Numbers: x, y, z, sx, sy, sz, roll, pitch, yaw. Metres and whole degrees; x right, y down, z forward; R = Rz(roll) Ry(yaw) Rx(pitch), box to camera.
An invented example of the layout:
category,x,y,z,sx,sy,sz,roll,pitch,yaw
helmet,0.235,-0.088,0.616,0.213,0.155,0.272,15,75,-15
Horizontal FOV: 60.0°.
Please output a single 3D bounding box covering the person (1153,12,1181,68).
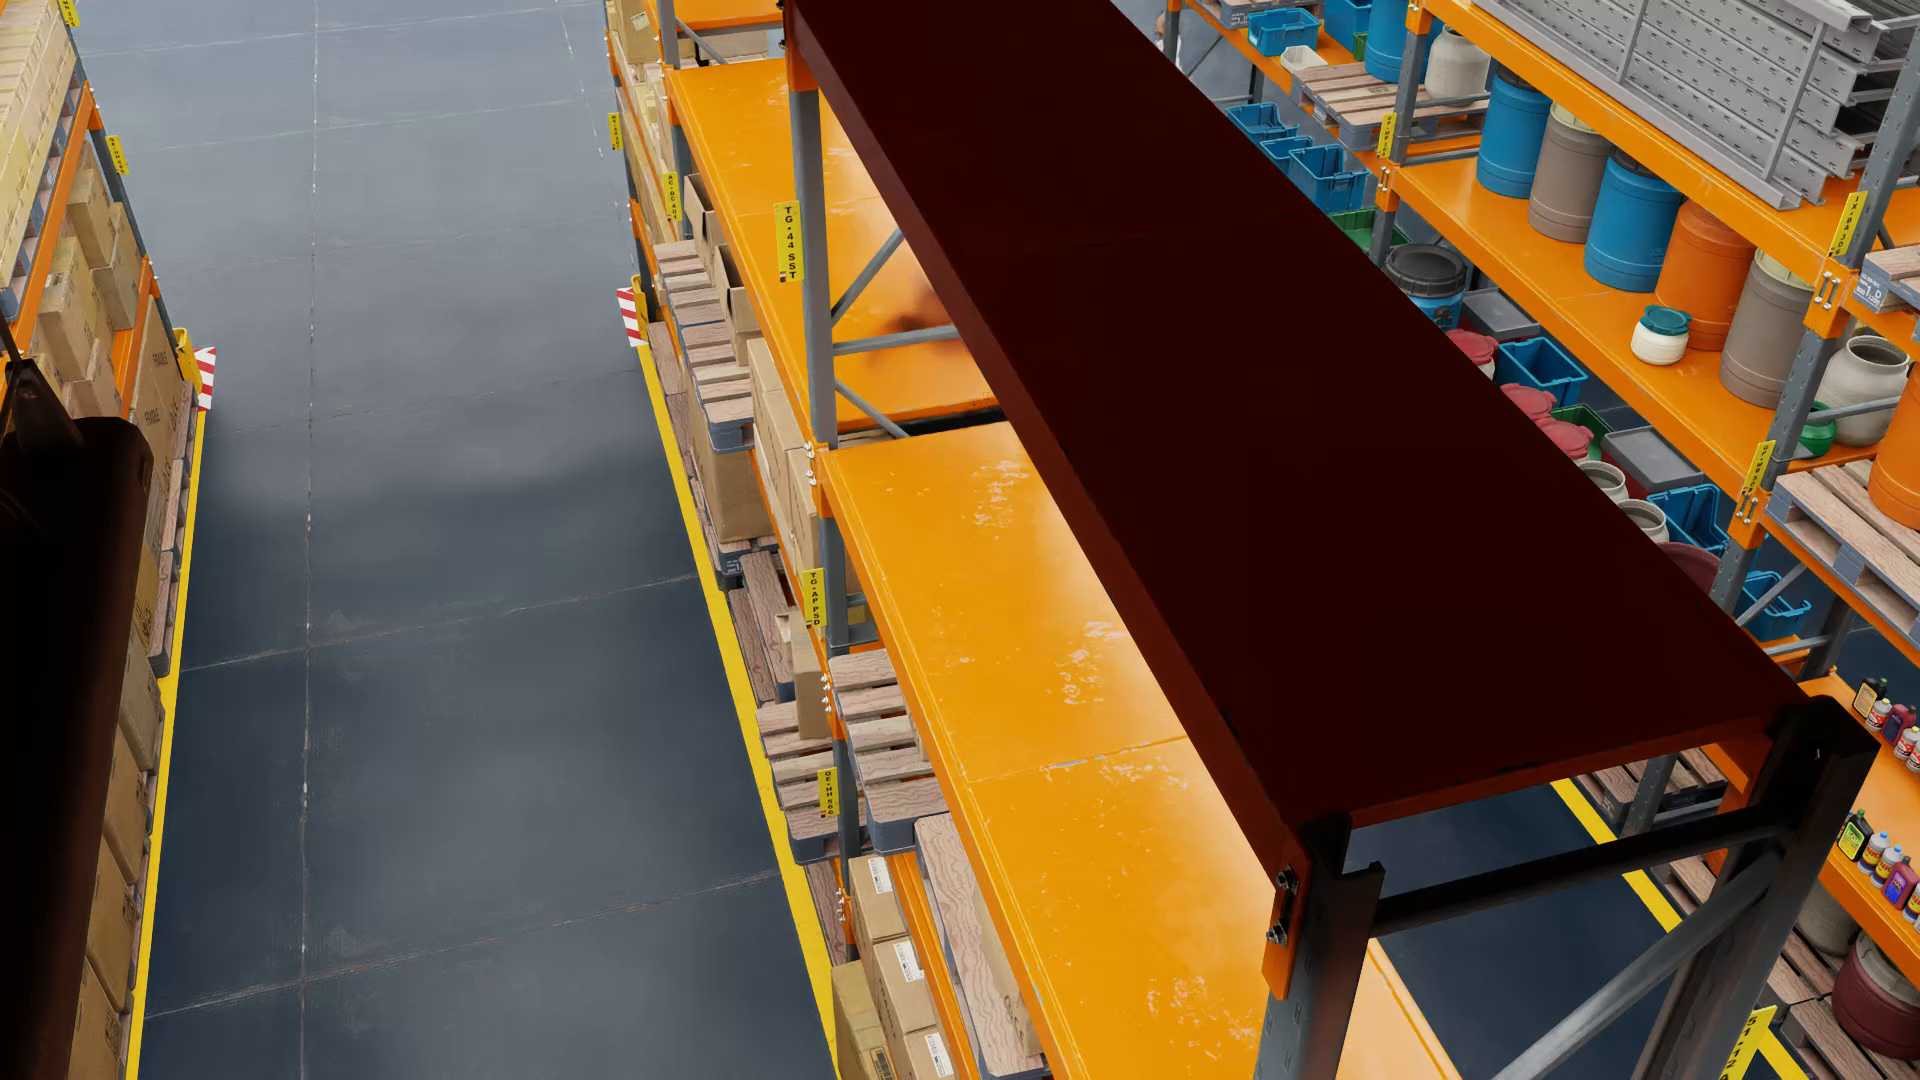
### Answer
category,x,y,z,sx,sy,sz,roll,pitch,yaw
person,2.026,-4.535,17.135,0.774,1.834,0.731,17,42,21
